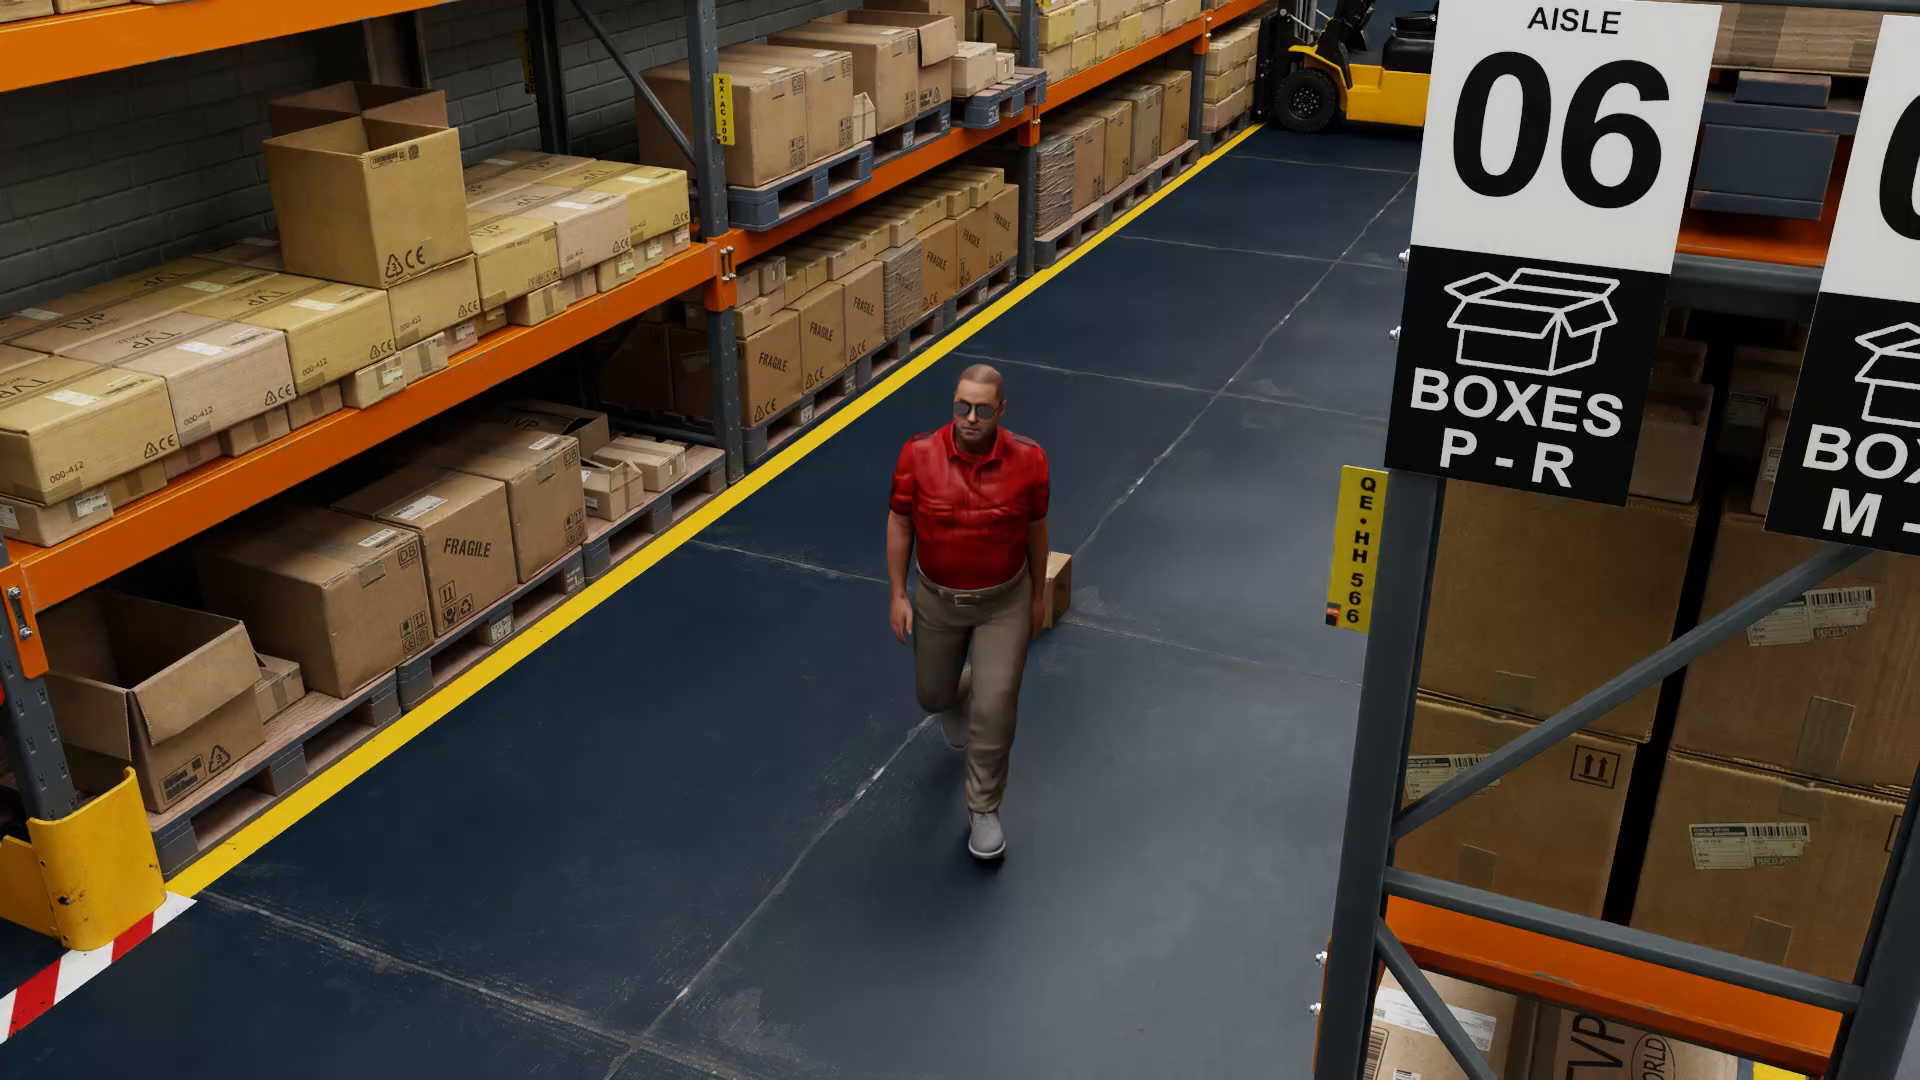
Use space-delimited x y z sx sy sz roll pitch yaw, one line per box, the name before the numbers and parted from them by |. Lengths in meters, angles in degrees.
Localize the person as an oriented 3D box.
person | 0.022 -0.080 5.543 0.550 1.045 0.322 2 26 4
